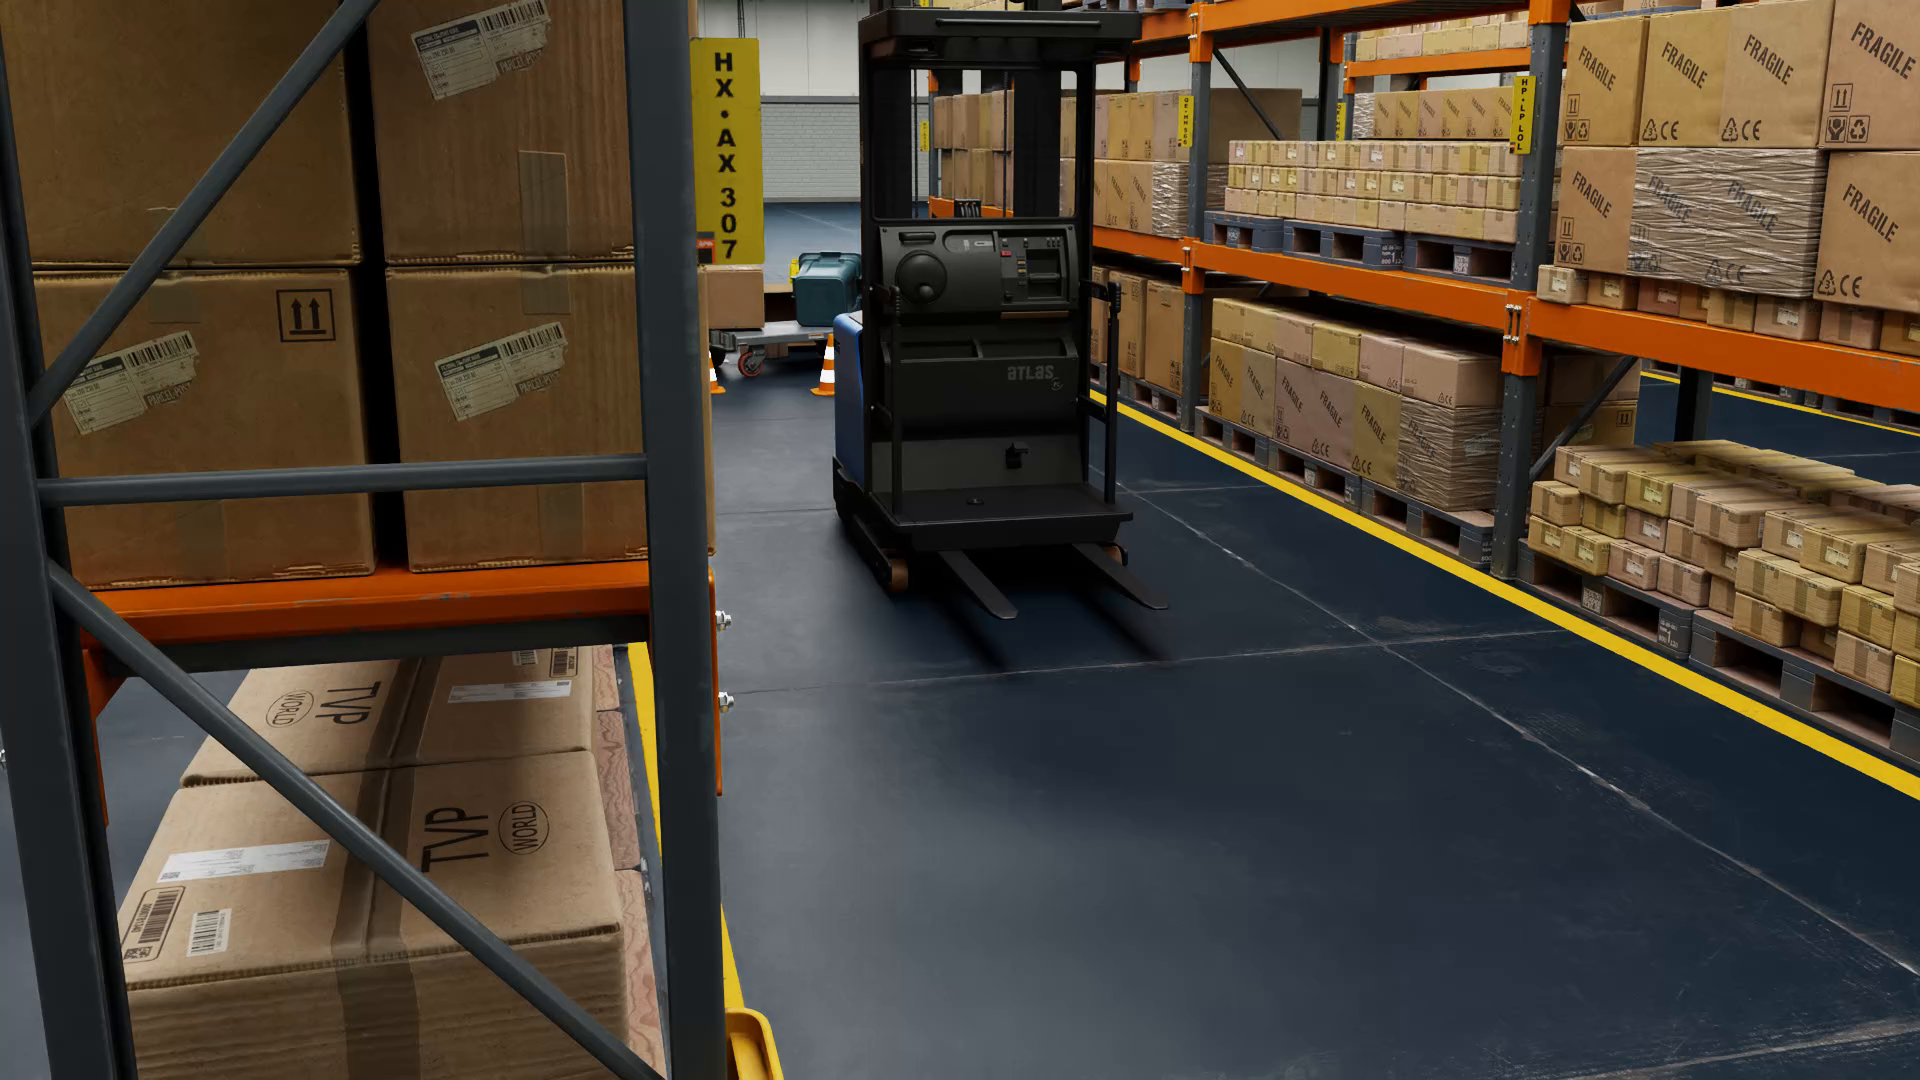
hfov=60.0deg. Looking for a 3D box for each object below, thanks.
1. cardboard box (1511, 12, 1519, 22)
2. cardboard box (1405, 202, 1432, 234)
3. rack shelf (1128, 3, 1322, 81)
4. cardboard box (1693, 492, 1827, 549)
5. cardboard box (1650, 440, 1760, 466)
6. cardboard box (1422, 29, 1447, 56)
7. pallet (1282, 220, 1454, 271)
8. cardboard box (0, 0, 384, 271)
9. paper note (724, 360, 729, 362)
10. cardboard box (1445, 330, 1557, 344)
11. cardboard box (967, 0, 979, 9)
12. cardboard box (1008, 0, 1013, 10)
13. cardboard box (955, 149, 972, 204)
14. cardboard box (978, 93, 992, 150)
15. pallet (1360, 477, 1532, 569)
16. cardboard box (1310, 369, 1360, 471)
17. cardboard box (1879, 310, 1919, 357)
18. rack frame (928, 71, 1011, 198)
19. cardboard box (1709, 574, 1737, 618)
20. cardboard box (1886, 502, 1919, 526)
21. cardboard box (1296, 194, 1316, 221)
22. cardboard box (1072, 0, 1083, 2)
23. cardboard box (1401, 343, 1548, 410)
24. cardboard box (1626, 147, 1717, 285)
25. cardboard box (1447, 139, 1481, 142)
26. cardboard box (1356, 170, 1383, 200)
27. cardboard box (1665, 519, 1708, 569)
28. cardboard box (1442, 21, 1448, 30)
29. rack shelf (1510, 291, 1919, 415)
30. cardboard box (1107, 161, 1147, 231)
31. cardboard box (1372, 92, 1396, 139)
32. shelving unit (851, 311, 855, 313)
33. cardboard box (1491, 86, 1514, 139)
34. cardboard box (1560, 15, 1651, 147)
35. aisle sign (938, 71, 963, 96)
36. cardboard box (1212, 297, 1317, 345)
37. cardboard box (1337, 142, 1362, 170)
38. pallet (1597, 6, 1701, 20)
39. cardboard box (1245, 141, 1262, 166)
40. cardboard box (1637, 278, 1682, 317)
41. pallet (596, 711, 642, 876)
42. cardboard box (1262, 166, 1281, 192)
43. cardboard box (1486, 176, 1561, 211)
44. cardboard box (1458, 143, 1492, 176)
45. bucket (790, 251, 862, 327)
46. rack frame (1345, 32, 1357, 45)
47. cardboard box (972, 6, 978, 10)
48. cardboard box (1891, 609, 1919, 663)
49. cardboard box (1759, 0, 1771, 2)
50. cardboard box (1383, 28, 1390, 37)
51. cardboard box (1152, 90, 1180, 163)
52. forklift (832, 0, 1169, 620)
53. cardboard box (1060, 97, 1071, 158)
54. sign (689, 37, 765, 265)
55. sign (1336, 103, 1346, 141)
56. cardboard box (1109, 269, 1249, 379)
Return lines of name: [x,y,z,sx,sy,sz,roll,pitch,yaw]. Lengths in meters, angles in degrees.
cardboard box: [5.600,-5.106,16.163,0.380,0.149,0.250,-3,14,-13]
cardboard box: [2.503,-1.642,8.472,0.380,0.149,0.250,-4,14,-16]
rack shelf: [1.556,-3.796,12.839,1.077,0.370,4.000,-3,14,-13]
cardboard box: [3.023,-0.076,6.288,0.380,0.149,0.250,-3,14,-12]
cardboard box: [3.302,-0.345,7.386,0.380,0.149,0.250,-3,14,-12]
cardboard box: [5.221,-5.231,17.515,0.500,0.250,0.500,-3,14,-12]
pallet: [2.531,-1.679,9.384,1.003,0.211,1.213,-3,14,-13]
cardboard box: [-1.228,-0.714,2.713,0.500,0.500,0.500,-3,14,-11]
paper note: [-2.167,-1.625,15.016,0.148,0.019,0.142,-3,14,-13]
cardboard box: [2.921,-0.966,8.862,0.500,0.250,0.500,-3,14,-12]
cardboard box: [0.367,-5.379,16.397,0.500,0.250,0.500,-3,14,-13]
cardboard box: [0.631,-4.862,15.119,0.380,0.149,0.250,-3,14,-12]
cardboard box: [0.438,-3.800,17.346,0.875,0.550,0.550,-3,14,-13]
cardboard box: [0.666,-4.208,16.741,0.875,0.550,0.500,-3,14,-13]
pallet: [2.781,-0.129,8.510,1.003,0.211,1.213,-3,14,-13]
cardboard box: [2.310,-0.687,9.302,0.500,0.500,0.500,-4,14,-14]
cardboard box: [3.258,-0.681,5.424,0.380,0.149,0.250,-3,14,-12]
rack frame: [0.147,-4.072,18.775,1.000,3.000,0.127,-3,14,-13]
cardboard box: [3.115,0.211,6.367,0.380,0.149,0.250,-4,14,-16]
cardboard box: [3.680,-0.048,6.171,0.380,0.149,0.250,-4,14,-15]
cardboard box: [2.191,-1.947,9.719,0.380,0.149,0.250,-3,14,-11]
cardboard box: [1.089,-4.484,13.575,0.250,0.149,0.380,-3,14,-13]
cardboard box: [2.545,-0.816,8.248,0.500,0.250,0.500,-4,14,-15]
cardboard box: [2.960,-1.255,6.406,0.500,0.500,0.500,-3,14,-13]
cardboard box: [5.587,-3.930,17.356,0.875,0.500,0.500,-3,14,-13]
cardboard box: [2.367,-1.915,8.964,0.380,0.149,0.250,-3,14,-13]
cardboard box: [3.039,0.004,6.586,0.380,0.149,0.250,-4,14,-16]
cardboard box: [5.282,-5.410,17.408,0.380,0.149,0.250,-4,14,-15]
rack shelf: [3.435,-0.493,5.641,1.077,0.370,4.000,-3,14,-13]
cardboard box: [1.426,-2.595,12.517,0.500,0.500,0.500,-4,14,-14]
cardboard box: [4.967,-4.746,18.590,0.500,0.500,0.500,-3,14,-13]
shelving unit: [-0.439,-0.745,9.266,0.252,1.050,0.215,13,19,43]
cardboard box: [5.558,-4.170,16.231,0.500,0.500,0.500,-3,14,-13]
cardboard box: [2.834,-1.865,6.797,0.500,0.500,0.500,-3,14,-12]
aisle sign: [-0.161,-5.335,18.465,0.394,0.787,0.004,-3,14,-13]
cardboard box: [1.953,-1.408,10.673,0.500,0.250,0.500,-4,14,-16]
cardboard box: [2.311,-2.119,9.173,0.380,0.149,0.250,-3,14,-14]
pallet: [6.219,-4.381,14.115,1.213,0.211,1.003,-3,14,-13]
cardboard box: [2.012,-2.418,10.397,0.380,0.149,0.250,-4,14,-15]
cardboard box: [2.960,-0.984,6.665,0.380,0.149,0.250,-4,14,-16]
pallet: [-1.430,0.812,4.660,1.003,0.211,1.213,-3,14,-13]
cardboard box: [2.076,-2.207,10.157,0.380,0.149,0.250,-4,14,-15]
cardboard box: [2.680,-1.611,7.720,0.380,0.149,0.250,-3,14,-11]
cardboard box: [2.617,-1.819,7.942,0.380,0.149,0.250,-4,14,-15]
bucket: [-1.186,-2.201,14.809,0.726,0.611,0.620,2,24,6]
rack frame: [4.992,-7.240,19.100,1.000,3.000,0.127,-3,14,-13]
cardboard box: [0.331,-5.155,16.322,0.380,0.149,0.250,-3,14,-13]
cardboard box: [3.245,0.311,5.330,0.380,0.149,0.250,-3,14,-12]
cardboard box: [6.391,-4.074,12.778,0.500,0.250,0.500,-3,14,-13]
cardboard box: [4.978,-5.710,18.636,0.380,0.149,0.250,-4,14,-14]
cardboard box: [1.810,-2.982,11.994,0.700,0.500,0.500,-3,14,-14]
forklift: [0.142,-1.278,7.483,1.130,2.935,3.031,-3,14,-13]
cardboard box: [1.209,-3.570,14.400,0.700,0.500,0.500,-4,14,-14]
sign: [-0.342,-0.571,2.451,0.100,0.325,0.005,-3,14,-13]
sign: [2.551,-2.783,11.226,0.100,0.325,0.005,-3,14,-13]
cardboard box: [1.762,-1.685,12.859,1.050,0.750,0.750,-3,14,-12]
